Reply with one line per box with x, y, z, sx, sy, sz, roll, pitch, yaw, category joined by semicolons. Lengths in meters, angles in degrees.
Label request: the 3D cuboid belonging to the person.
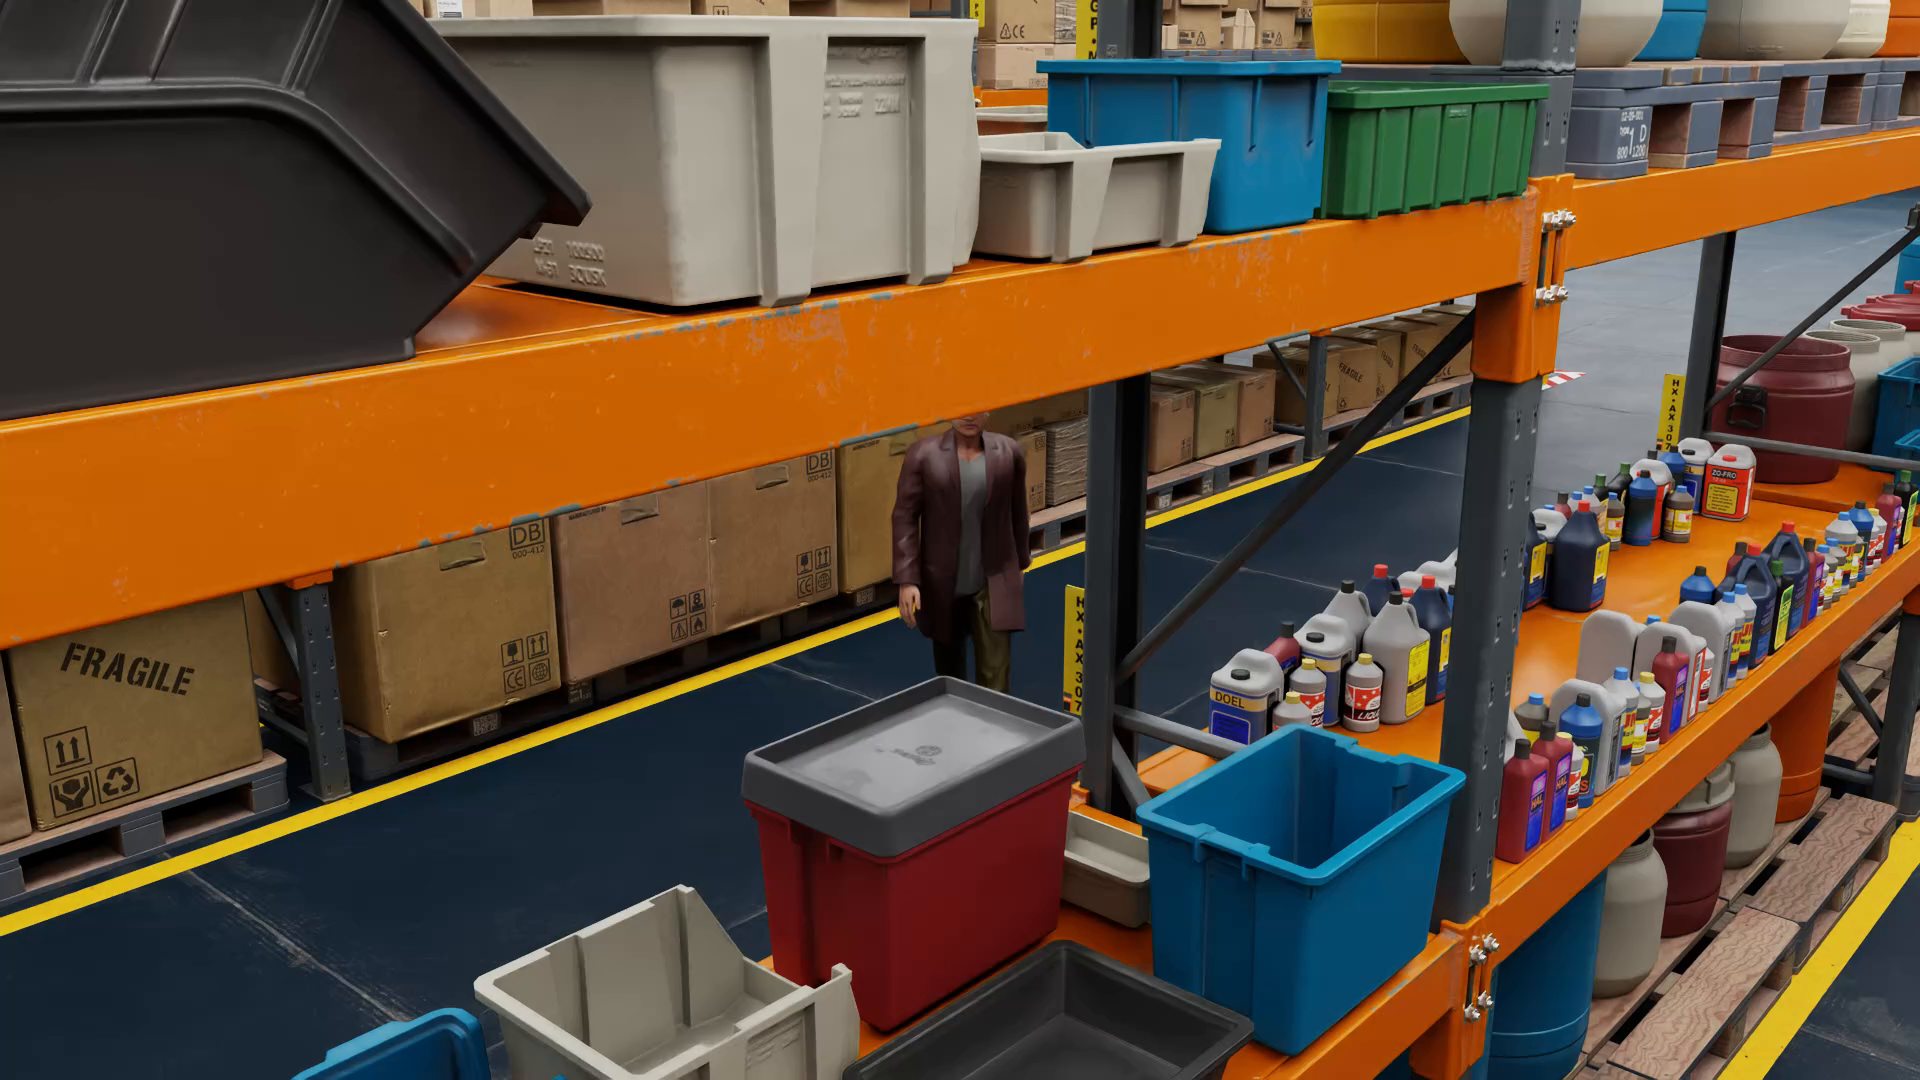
0.012;0.158;7.065;0.602;1.737;1.147;-1;17;-3;person
